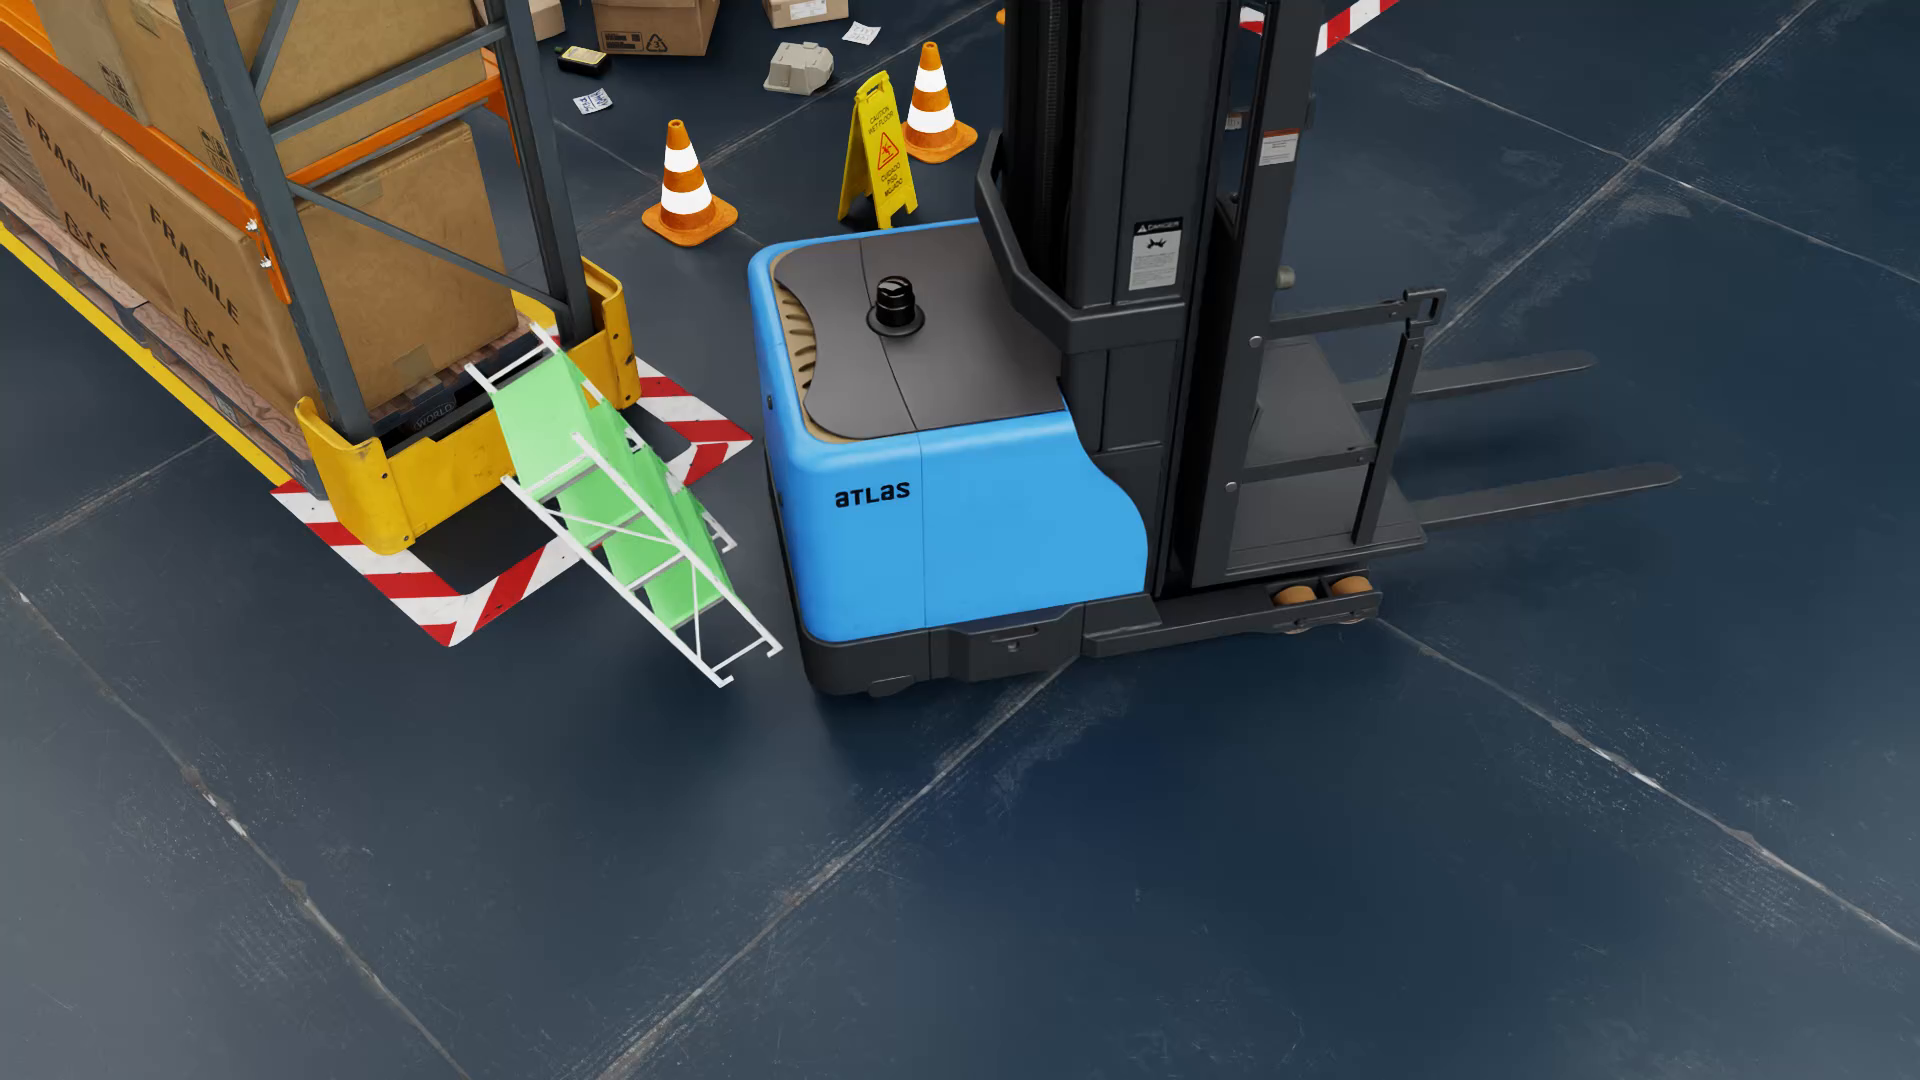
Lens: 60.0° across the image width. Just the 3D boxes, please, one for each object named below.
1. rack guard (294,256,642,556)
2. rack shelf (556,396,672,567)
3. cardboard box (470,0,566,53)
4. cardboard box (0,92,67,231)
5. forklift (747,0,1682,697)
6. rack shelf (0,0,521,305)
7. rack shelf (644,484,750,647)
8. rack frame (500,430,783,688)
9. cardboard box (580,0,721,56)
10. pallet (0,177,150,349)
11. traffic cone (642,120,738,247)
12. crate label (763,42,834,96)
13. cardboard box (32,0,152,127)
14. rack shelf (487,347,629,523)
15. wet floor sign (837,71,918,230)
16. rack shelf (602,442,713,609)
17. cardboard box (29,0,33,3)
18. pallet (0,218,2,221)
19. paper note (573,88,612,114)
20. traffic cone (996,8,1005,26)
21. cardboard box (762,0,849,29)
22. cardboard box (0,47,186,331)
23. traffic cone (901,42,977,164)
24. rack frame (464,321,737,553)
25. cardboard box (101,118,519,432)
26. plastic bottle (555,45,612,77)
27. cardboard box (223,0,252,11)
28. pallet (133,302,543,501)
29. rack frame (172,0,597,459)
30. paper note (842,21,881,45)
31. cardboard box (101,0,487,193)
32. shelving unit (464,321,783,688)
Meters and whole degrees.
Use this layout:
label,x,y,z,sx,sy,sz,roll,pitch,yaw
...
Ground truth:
label,x,y,z,sx,sy,sz,roll,pitch,yaw
rack guard,-1.695,-0.496,5.873,0.348,0.500,1.175,34,55,28
rack shelf,-1.044,-0.164,4.848,0.258,0.148,0.480,-32,51,3
cardboard box,-2.140,-2.542,7.955,0.396,0.266,0.258,-29,53,-25
cardboard box,-3.573,-1.966,6.707,0.875,0.875,0.875,34,56,28
forklift,0.903,-1.065,4.739,3.031,2.935,1.130,-9,47,-8
rack shelf,-3.183,-2.106,6.163,4.000,0.370,1.077,34,55,28
rack shelf,-0.868,0.086,5.219,0.258,0.148,0.480,-32,51,3
rack frame,-0.886,0.091,4.830,0.240,1.200,0.015,-32,51,3
cardboard box,-1.438,-2.723,7.962,0.637,0.503,0.797,2,47,2
pallet,-3.246,-1.366,6.888,1.213,0.211,1.003,34,55,28
traffic cone,-1.140,-1.518,6.858,0.334,0.463,0.336,34,55,28
crate label,-0.744,-2.200,7.721,0.298,0.136,0.250,9,48,9
cardboard box,-2.435,-1.834,5.312,0.550,0.550,0.875,34,55,28
rack shelf,-1.132,-0.289,4.663,0.258,0.148,0.480,-32,51,3
wet floor sign,-0.349,-1.604,6.813,0.232,0.644,0.267,25,52,22
rack shelf,-0.956,-0.039,5.034,0.258,0.148,0.480,-32,51,3
cardboard box,-2.762,-2.178,5.635,0.550,0.550,0.875,34,55,28
pallet,-4.147,-1.969,7.454,1.213,0.211,1.003,34,55,28
paper note,-1.683,-2.011,7.618,0.144,0.017,0.142,-21,50,-18
traffic cone,0.379,-2.718,7.985,0.334,0.463,0.336,34,55,28
cardboard box,-0.763,-2.655,8.141,0.380,0.149,0.250,-13,48,-12
cardboard box,-2.904,-1.514,6.283,0.875,0.875,0.875,33,55,27
traffic cone,-0.124,-1.956,7.269,0.334,0.463,0.336,34,55,28
rack frame,-1.073,-0.236,5.139,0.240,1.200,0.015,-32,51,3
cardboard box,-2.256,-1.080,5.876,0.875,0.875,0.875,34,56,28
plastic bottle,-1.798,-2.262,7.832,0.283,0.061,0.133,17,49,15
cardboard box,-1.959,-1.989,4.716,0.550,0.550,0.875,34,55,28
pallet,-2.354,-0.762,6.321,1.213,0.211,1.003,34,55,28
rack frame,-1.713,-1.364,4.973,0.127,3.000,1.000,34,55,28
paper note,-0.475,-2.450,8.029,0.142,0.019,0.148,17,49,15
cardboard box,-2.016,-1.574,5.067,0.550,0.550,0.875,34,55,28
shelving unit,-0.980,-0.073,4.984,0.258,1.200,0.503,-32,51,3
